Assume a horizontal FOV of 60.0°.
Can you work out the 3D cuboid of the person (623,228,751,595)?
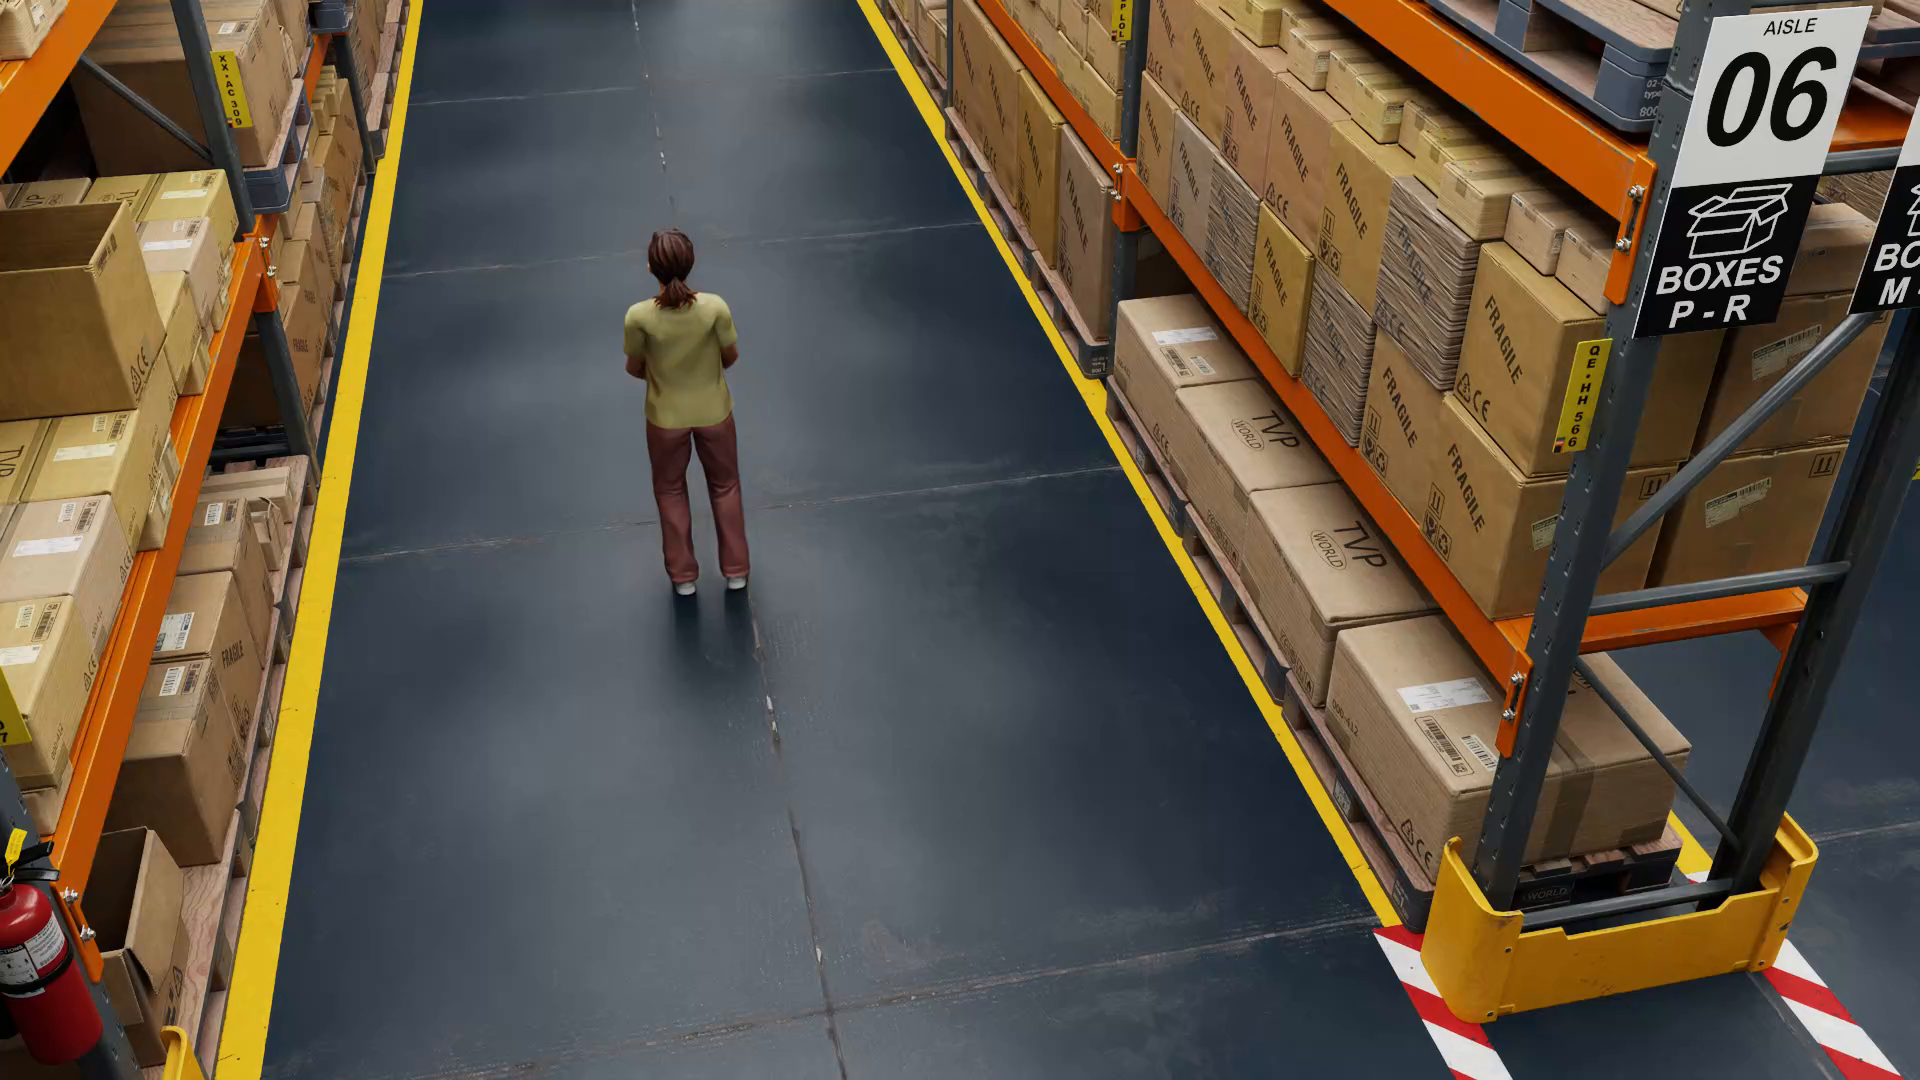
[{"bbox_3d":[-1.138,-0.543,6.934,0.459,1.674,0.499,-8,35,-11],"label":"person"}]
